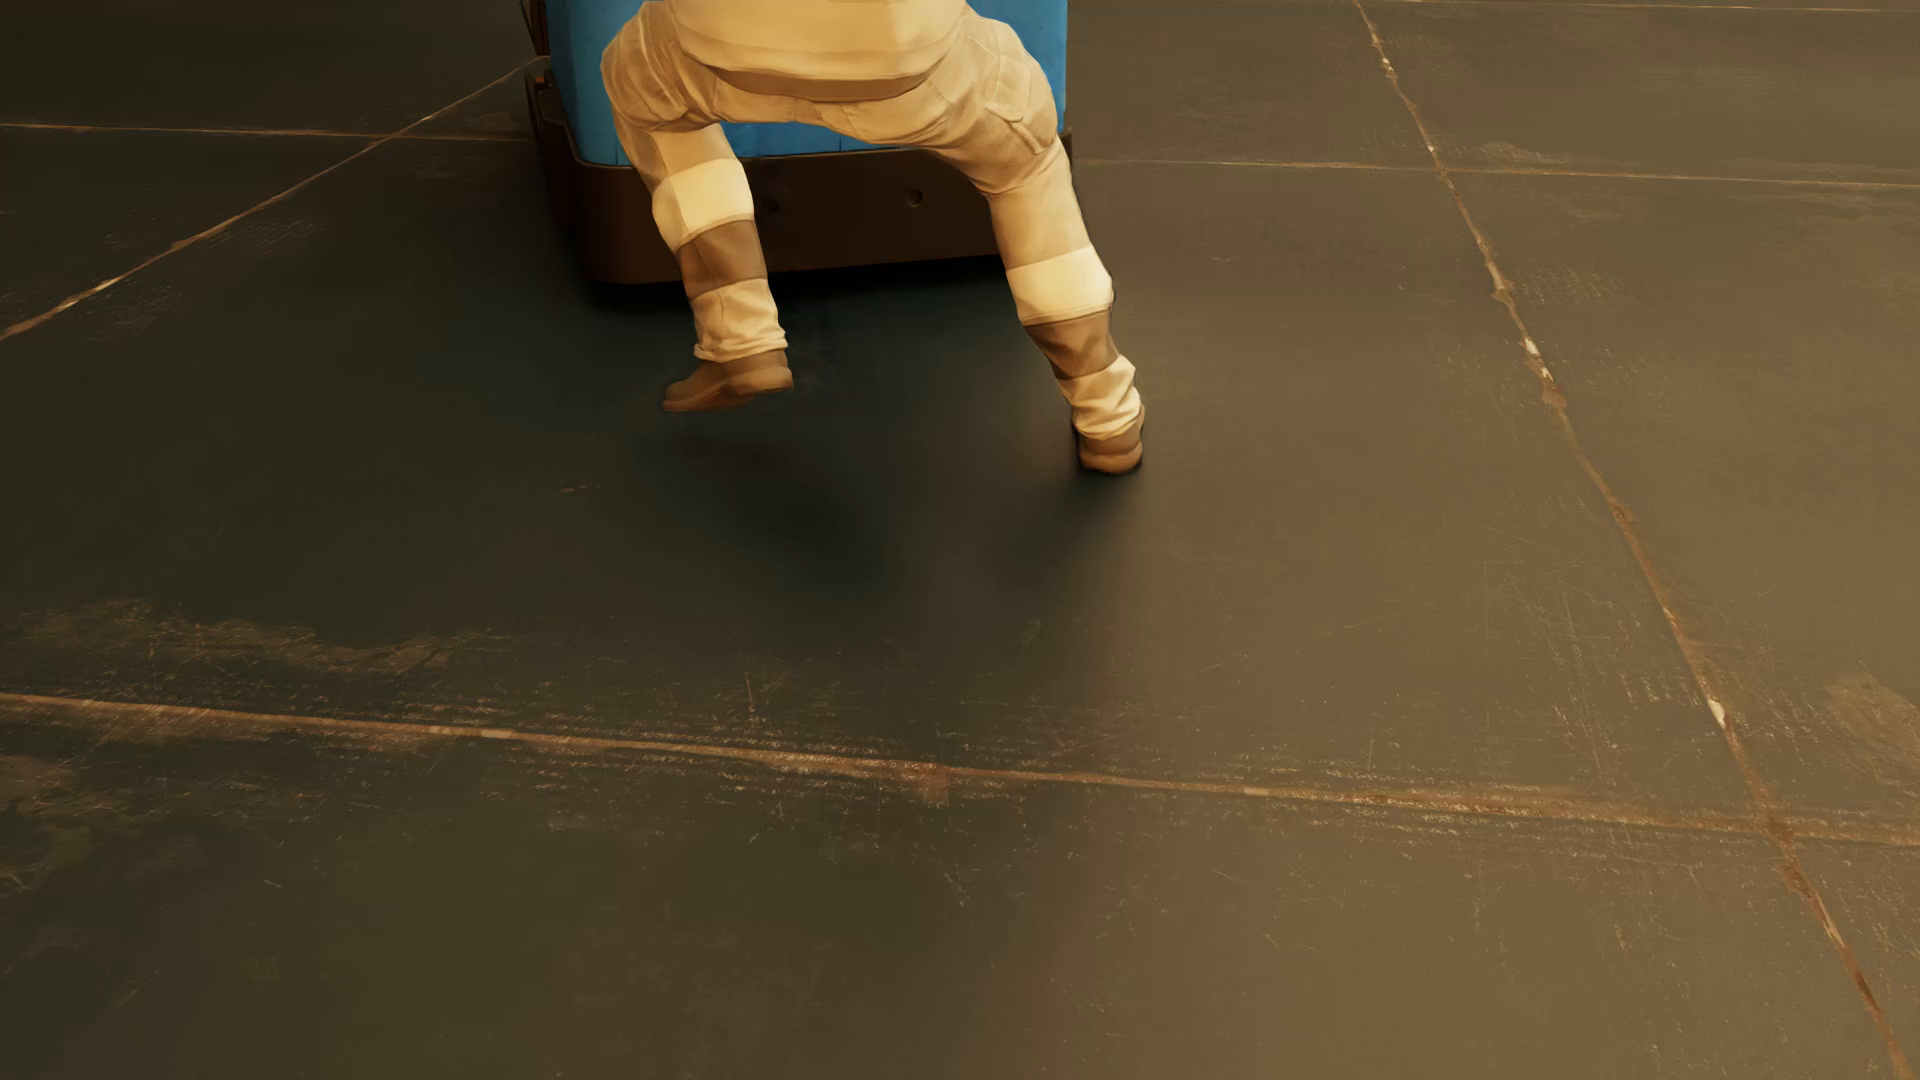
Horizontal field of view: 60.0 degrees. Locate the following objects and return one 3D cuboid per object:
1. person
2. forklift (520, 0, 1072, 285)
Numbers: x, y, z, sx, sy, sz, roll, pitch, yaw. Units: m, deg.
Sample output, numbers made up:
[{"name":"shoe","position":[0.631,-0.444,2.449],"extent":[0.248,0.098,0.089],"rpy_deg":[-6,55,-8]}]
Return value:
[{"name":"person","position":[-0.169,-0.856,2.465],"extent":[0.978,1.569,0.787],"rpy_deg":[1,27,1]},{"name":"forklift","position":[-0.654,-2.468,4.164],"extent":[1.130,2.935,3.031],"rpy_deg":[-7,27,-14]}]
